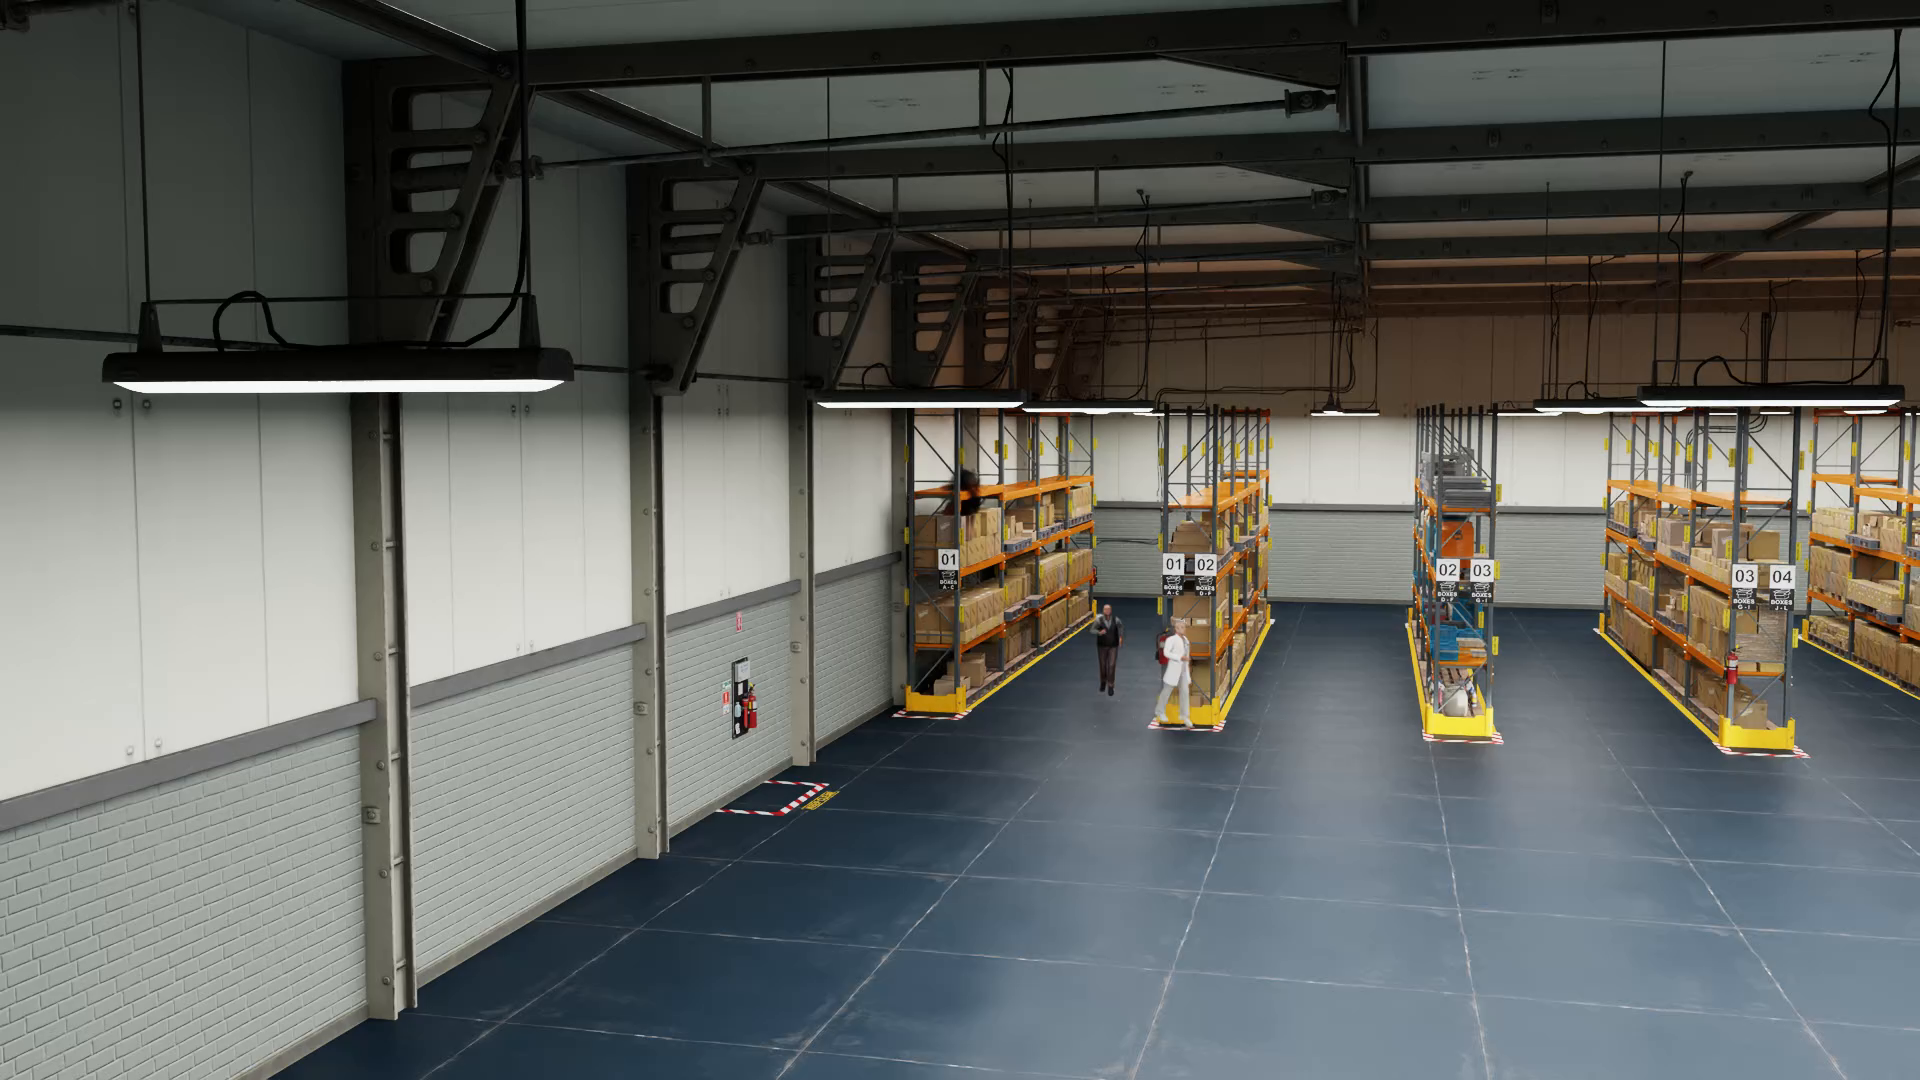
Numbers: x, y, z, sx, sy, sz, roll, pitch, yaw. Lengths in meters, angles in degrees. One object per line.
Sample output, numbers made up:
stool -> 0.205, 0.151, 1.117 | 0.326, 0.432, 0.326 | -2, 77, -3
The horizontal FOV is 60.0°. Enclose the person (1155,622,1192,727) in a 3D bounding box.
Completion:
person -> 3.923, 2.381, 29.821 | 0.725, 1.821, 0.882 | -3, 5, -38

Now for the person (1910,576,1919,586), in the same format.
person -> 24.034, 1.801, 41.934 | 0.659, 1.778, 0.913 | 0, 4, -3

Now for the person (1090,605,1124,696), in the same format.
person -> 2.918, 2.161, 32.996 | 0.691, 1.762, 0.825 | 0, 4, 2
